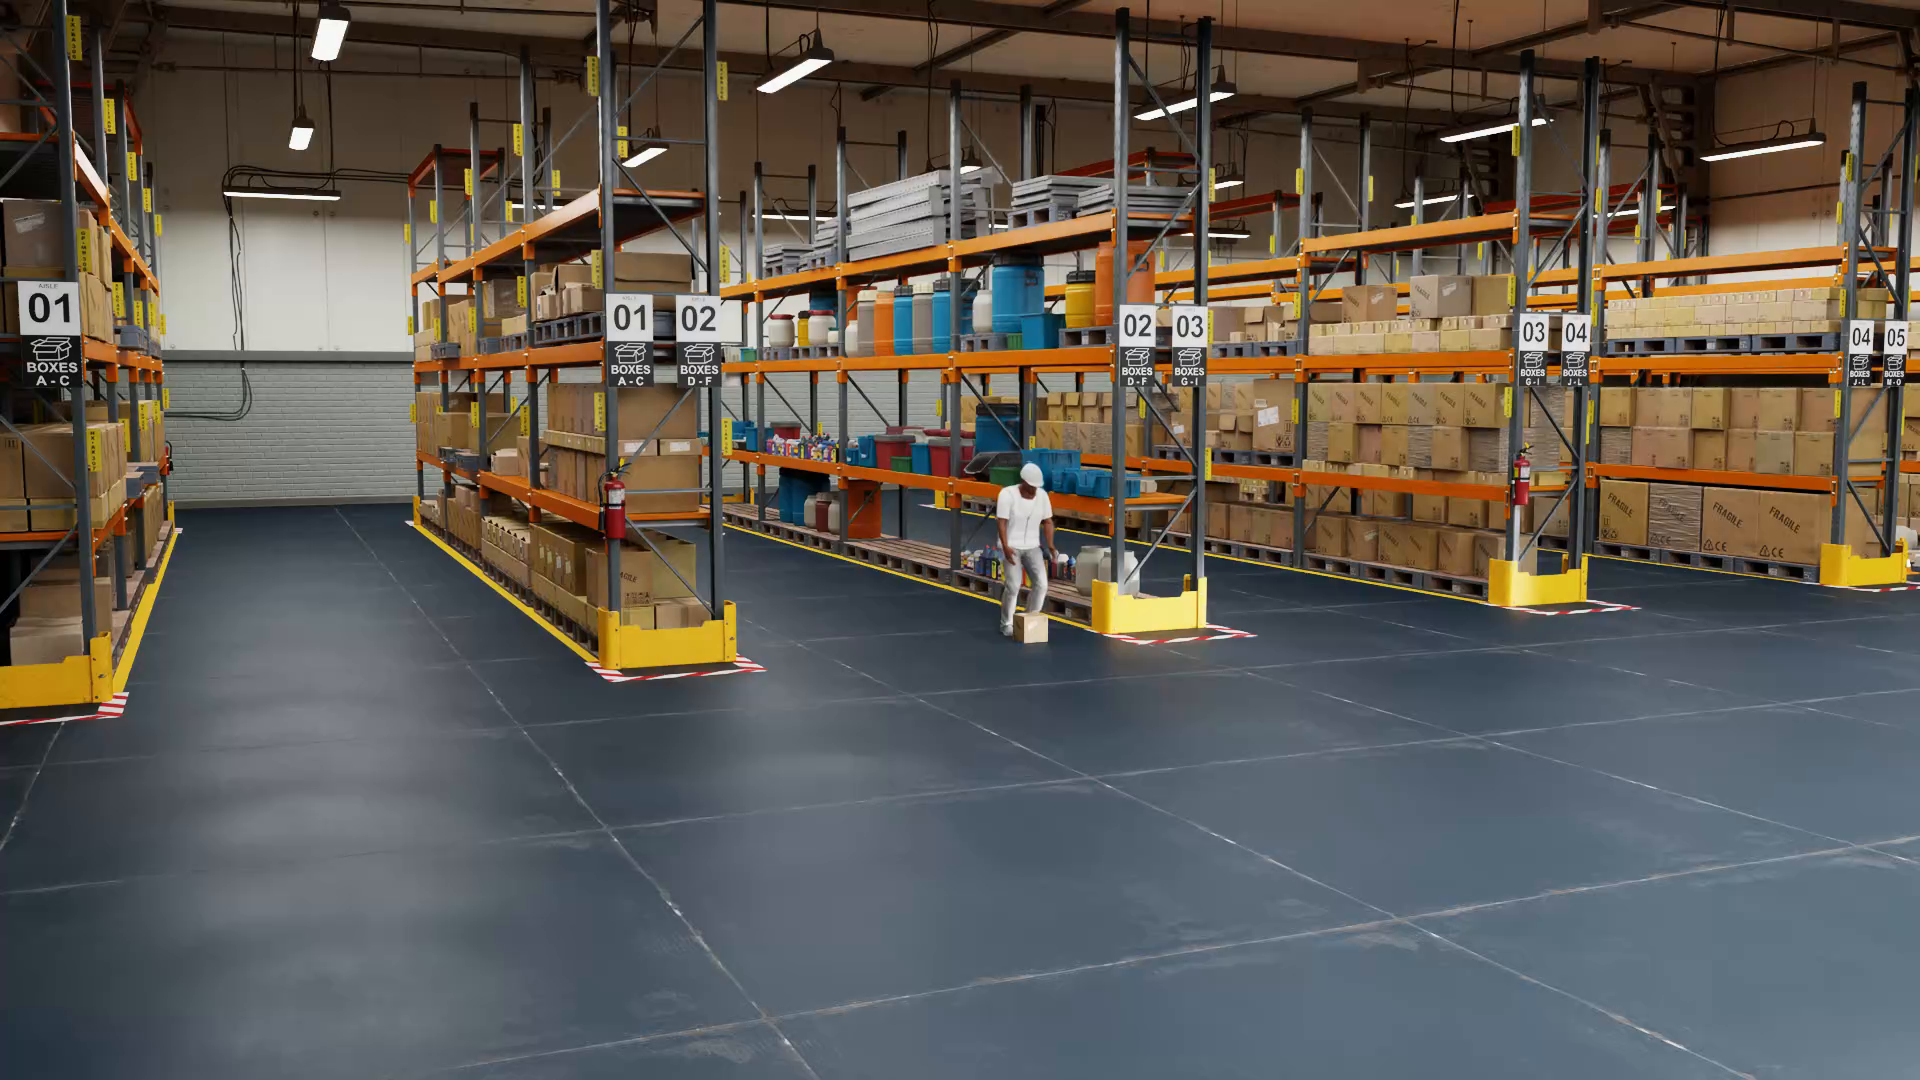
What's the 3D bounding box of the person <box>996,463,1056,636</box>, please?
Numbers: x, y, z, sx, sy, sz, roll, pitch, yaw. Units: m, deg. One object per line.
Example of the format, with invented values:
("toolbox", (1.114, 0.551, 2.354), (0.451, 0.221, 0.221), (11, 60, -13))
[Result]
("person", (0.640, 0.085, 16.202), (0.602, 1.683, 0.511), (-2, 6, -22))
